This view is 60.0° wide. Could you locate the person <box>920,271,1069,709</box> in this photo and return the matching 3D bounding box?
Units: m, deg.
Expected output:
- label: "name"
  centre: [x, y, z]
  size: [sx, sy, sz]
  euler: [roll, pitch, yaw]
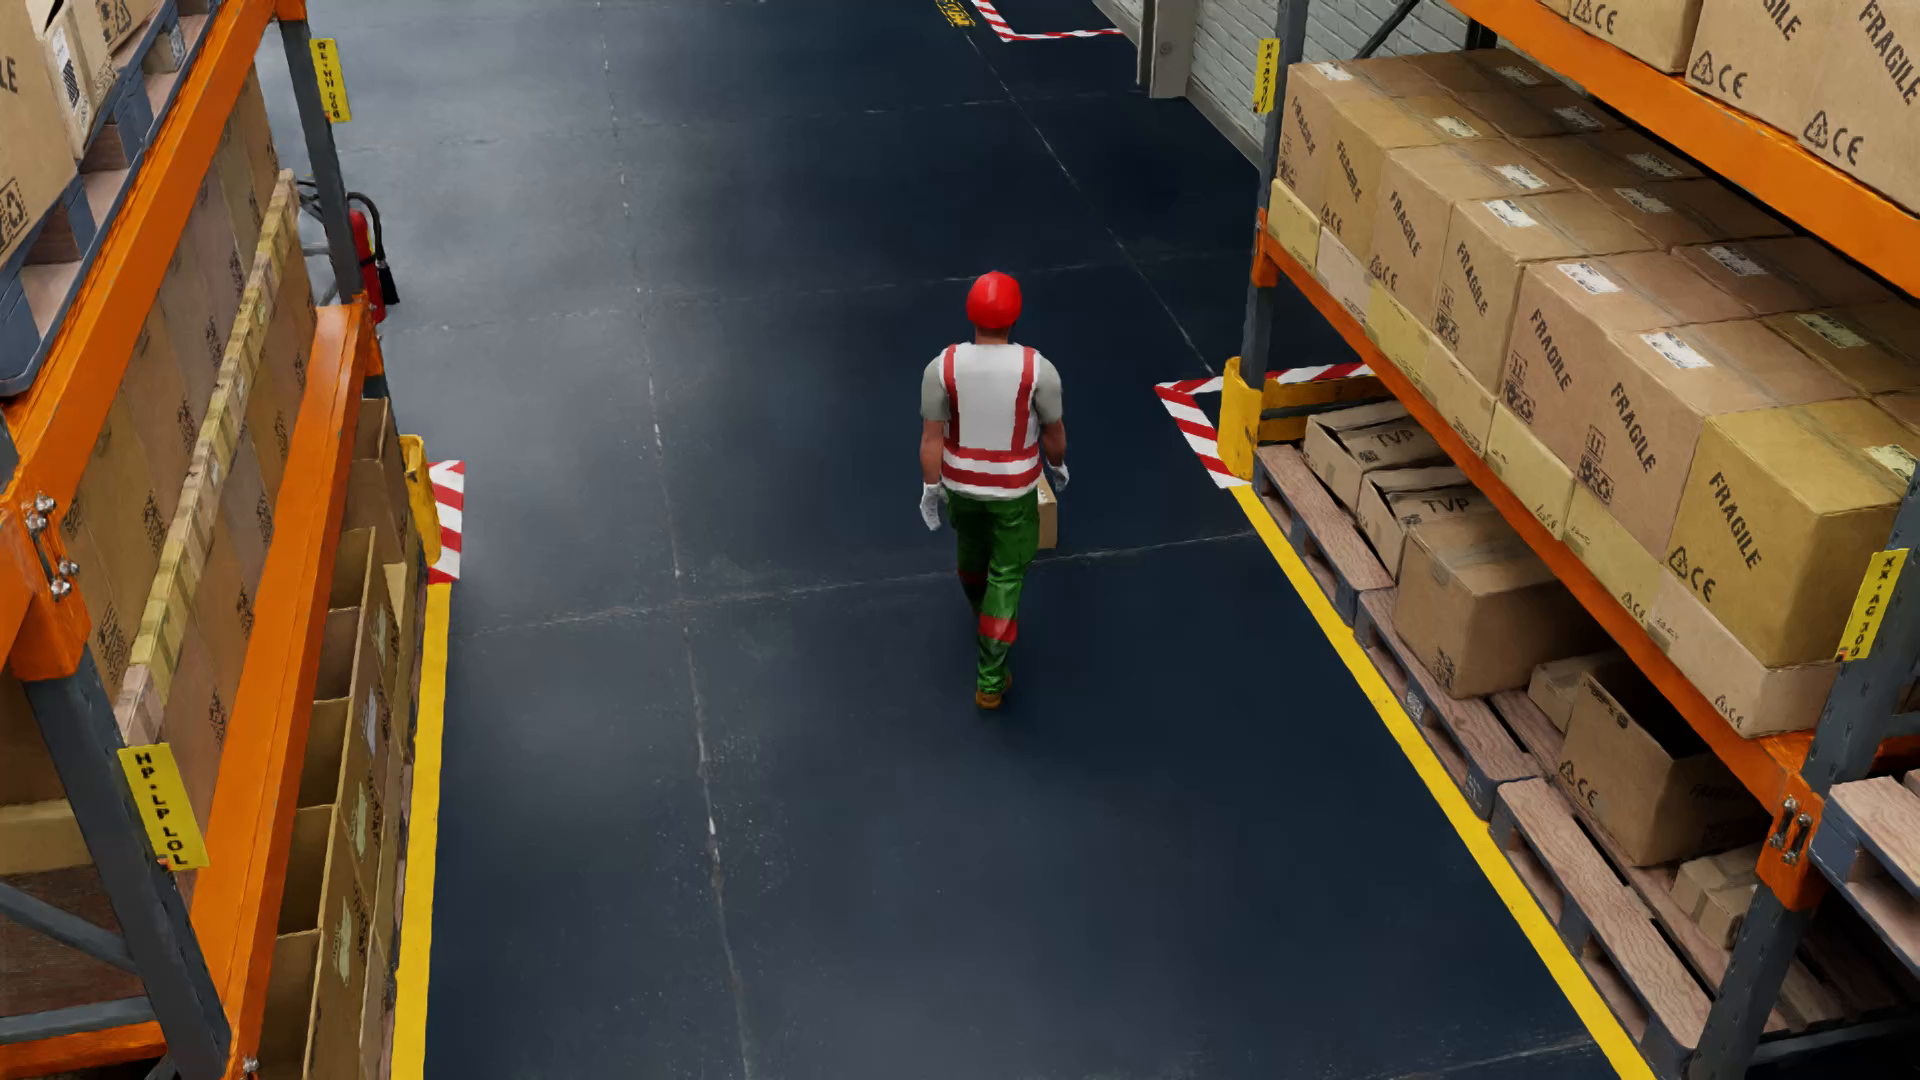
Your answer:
- label: "person"
  centre: [0.151, -0.274, 6.538]
  size: [0.537, 1.759, 0.948]
  euler: [8, 35, 12]
